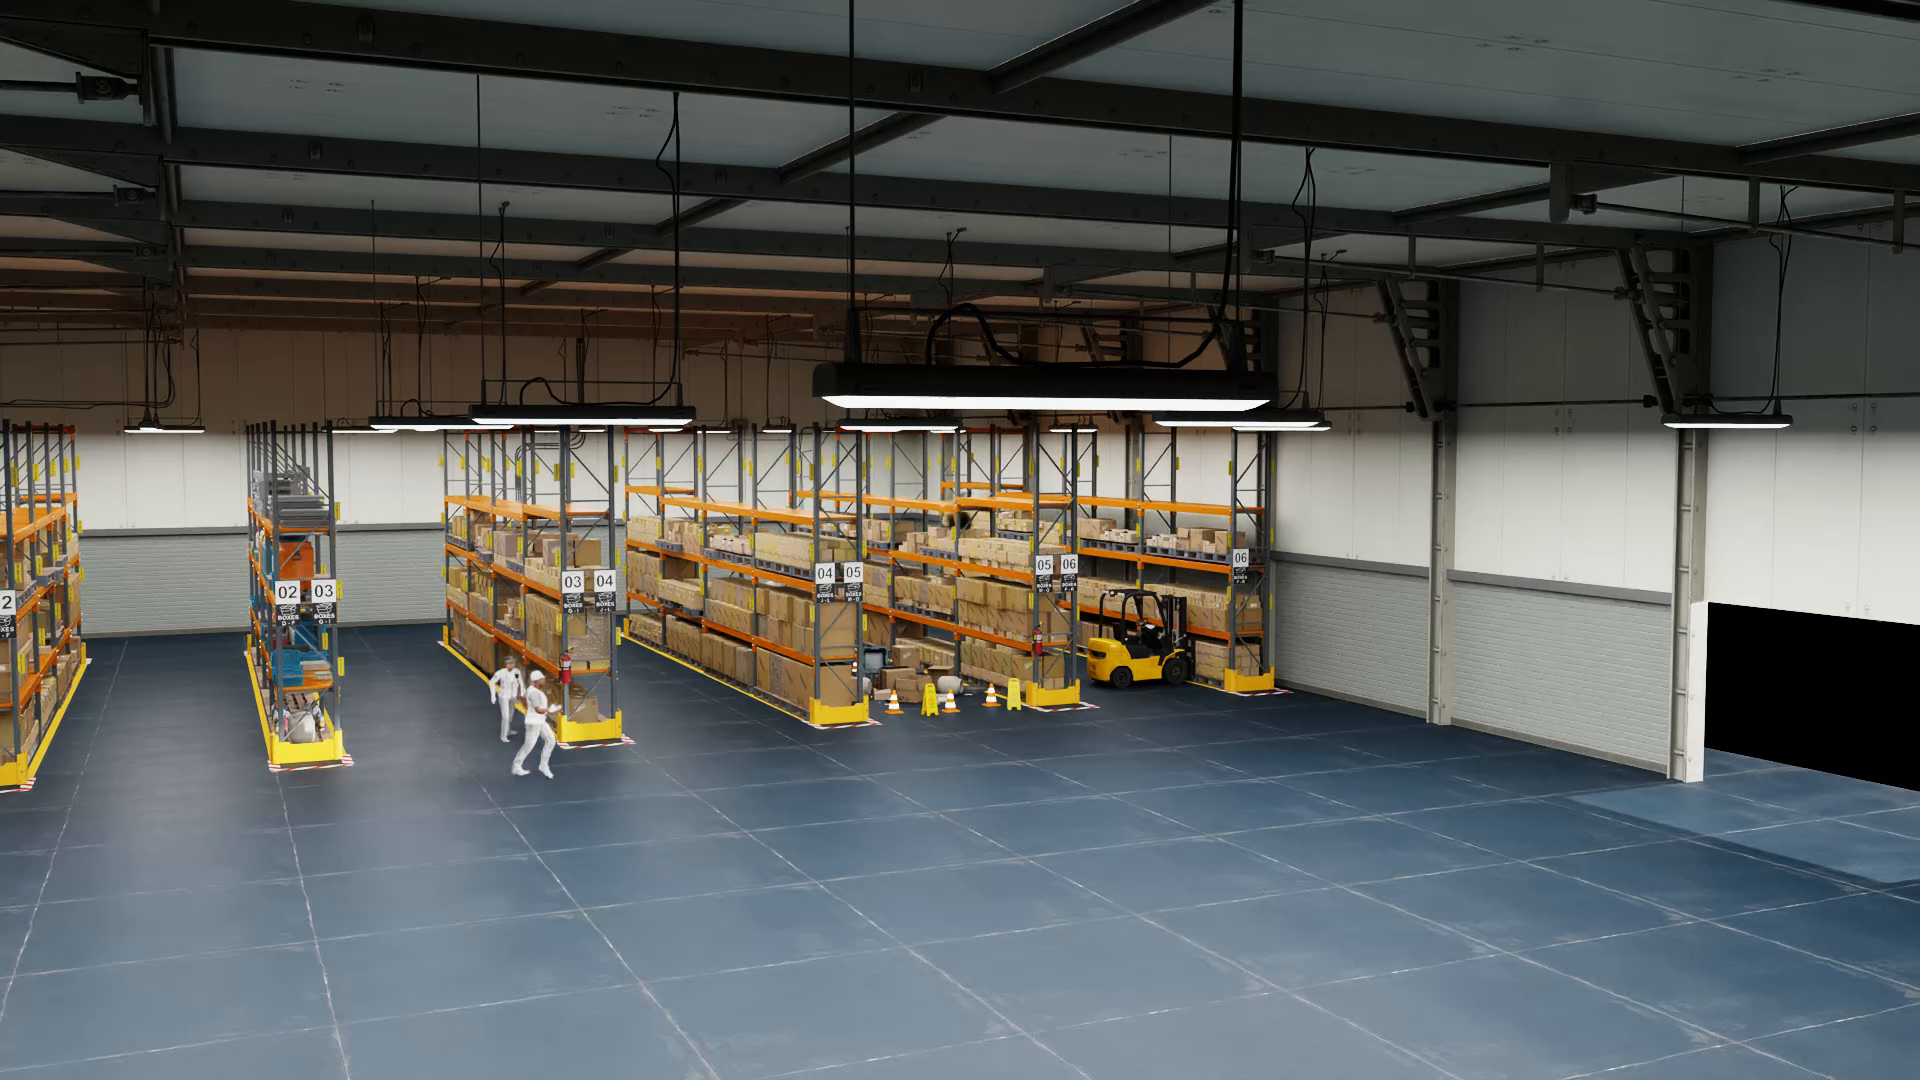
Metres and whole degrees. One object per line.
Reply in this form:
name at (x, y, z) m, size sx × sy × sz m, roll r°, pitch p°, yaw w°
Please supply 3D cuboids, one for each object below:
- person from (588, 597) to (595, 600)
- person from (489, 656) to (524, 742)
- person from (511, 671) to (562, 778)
person at (-10.421, 1.970, 46.598) m, size 0.577 × 1.741 × 0.898 m, roll -1°, pitch 4°, yaw -18°
person at (-8.564, 2.971, 31.360) m, size 0.743 × 1.616 × 0.664 m, roll 3°, pitch 5°, yaw 43°
person at (-7.073, 3.095, 27.794) m, size 0.855 × 1.835 × 0.647 m, roll 0°, pitch 4°, yaw -1°
